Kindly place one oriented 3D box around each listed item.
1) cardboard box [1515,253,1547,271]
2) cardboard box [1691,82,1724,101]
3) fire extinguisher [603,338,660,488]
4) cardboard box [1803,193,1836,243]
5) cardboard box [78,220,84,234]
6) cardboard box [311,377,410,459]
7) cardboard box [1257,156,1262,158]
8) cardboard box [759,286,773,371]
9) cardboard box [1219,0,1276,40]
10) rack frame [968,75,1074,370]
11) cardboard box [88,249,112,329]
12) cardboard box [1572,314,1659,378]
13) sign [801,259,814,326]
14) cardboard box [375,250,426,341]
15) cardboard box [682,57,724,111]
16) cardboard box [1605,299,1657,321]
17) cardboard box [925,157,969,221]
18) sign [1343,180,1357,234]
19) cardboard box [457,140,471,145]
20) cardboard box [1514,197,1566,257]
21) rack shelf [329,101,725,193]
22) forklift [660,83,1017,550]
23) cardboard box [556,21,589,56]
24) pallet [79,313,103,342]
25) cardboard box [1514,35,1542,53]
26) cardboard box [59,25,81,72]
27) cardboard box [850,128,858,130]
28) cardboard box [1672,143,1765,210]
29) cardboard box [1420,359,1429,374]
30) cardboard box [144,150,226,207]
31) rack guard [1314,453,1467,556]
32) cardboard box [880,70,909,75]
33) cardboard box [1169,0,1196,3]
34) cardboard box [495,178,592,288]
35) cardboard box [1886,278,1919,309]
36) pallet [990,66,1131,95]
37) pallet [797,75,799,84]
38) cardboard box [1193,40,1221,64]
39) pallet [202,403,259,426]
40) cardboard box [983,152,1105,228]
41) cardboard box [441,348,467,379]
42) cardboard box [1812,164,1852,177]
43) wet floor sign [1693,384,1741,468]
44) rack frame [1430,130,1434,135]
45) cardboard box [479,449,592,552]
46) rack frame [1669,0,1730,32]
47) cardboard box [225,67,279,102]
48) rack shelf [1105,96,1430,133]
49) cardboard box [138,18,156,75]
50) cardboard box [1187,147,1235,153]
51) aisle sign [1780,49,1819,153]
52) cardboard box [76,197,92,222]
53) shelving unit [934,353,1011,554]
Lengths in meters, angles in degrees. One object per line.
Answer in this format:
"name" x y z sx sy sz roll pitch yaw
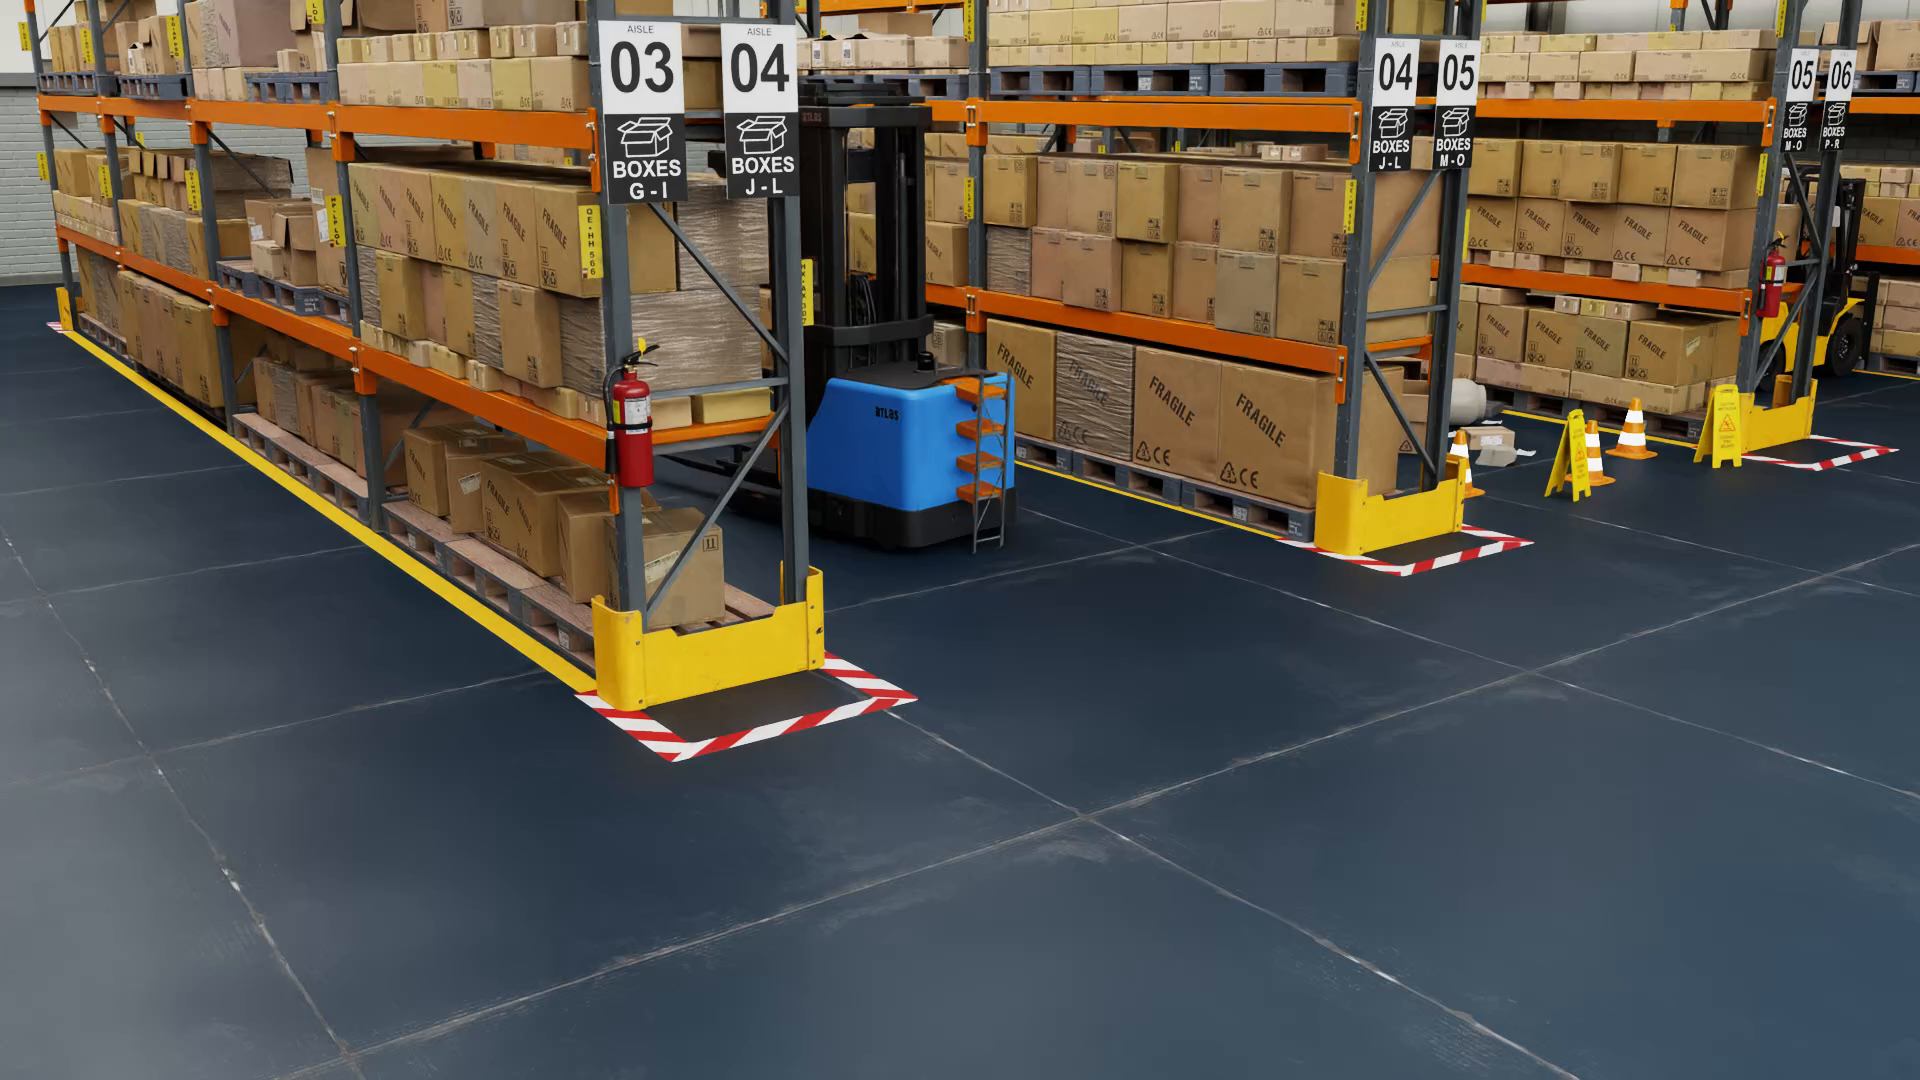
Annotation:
"cardboard box" 5.294 -2.551 15.192 0.380 0.149 0.250 -11 19 -35
"cardboard box" 6.196 -3.666 13.582 0.380 0.149 0.250 -11 19 -34
"fire extinguisher" -1.516 -0.588 7.689 0.296 0.674 0.183 -11 19 -35
"cardboard box" 9.413 -3.471 17.885 0.500 0.500 0.500 -11 19 -34
"cardboard box" -9.771 -3.561 18.882 0.380 0.149 0.250 -11 19 -36
"cardboard box" -4.501 -0.941 12.732 0.700 0.500 0.500 -13 20 -39
"cardboard box" 3.524 -3.975 18.369 0.500 0.500 0.500 -12 19 -37
"cardboard box" -1.558 -2.151 16.720 1.050 0.750 0.750 -11 19 -35
"cardboard box" 2.053 -3.406 10.893 0.500 0.250 0.500 -11 19 -34
"rack frame" 0.509 -2.324 13.884 1.000 3.000 0.127 -11 19 -35
"cardboard box" -9.642 -2.997 19.574 0.875 0.875 0.875 -11 19 -35
"cardboard box" 5.813 -1.739 14.740 0.500 0.500 0.500 -10 18 -33
"sign" -0.772 -1.223 8.223 0.100 0.325 0.005 -11 19 -35
"cardboard box" -3.083 -1.549 10.301 0.875 0.500 0.500 -11 19 -35
"cardboard box" -1.285 -2.239 8.176 0.500 0.250 0.500 -10 18 -33
"cardboard box" 5.853 -2.009 14.498 0.380 0.149 0.250 -10 18 -33
"cardboard box" -0.092 -3.069 14.523 0.700 0.500 0.500 -11 19 -35
"sign" 2.413 -2.061 10.282 0.100 0.325 0.005 -11 19 -35
"cardboard box" -6.498 -5.423 22.561 0.500 0.500 0.500 -11 19 -35
"cardboard box" 5.398 -2.851 15.056 0.500 0.500 0.500 -11 19 -34
"rack shelf" -2.387 -2.248 9.289 1.077 0.370 4.000 -11 19 -35
"forklift" -1.025 -1.660 11.588 3.031 2.935 1.130 14 21 42
"cardboard box" -1.627 -2.299 7.640 0.380 0.149 0.250 -11 19 -35
"pallet" -10.085 -2.634 20.301 1.003 0.211 1.213 -11 19 -35
"cardboard box" 5.184 -4.436 14.886 0.380 0.149 0.250 -11 19 -35
"cardboard box" -9.693 -5.539 18.776 0.700 0.500 0.500 -12 20 -38
"cardboard box" -1.390 -5.964 23.874 0.380 0.149 0.250 -11 19 -36
"cardboard box" 6.328 -3.009 13.740 0.700 0.500 0.500 -11 19 -36
"cardboard box" 4.582 -1.822 16.464 0.500 0.250 0.500 -12 19 -37
"cardboard box" -7.490 -3.532 16.210 0.797 0.503 0.637 -11 19 -34
"rack guard" 2.875 -0.259 11.075 1.175 0.500 0.348 -11 19 -35
"cardboard box" -0.885 -6.541 22.882 0.396 0.266 0.258 -10 18 -33
"cardboard box" 1.641 -3.721 11.289 0.380 0.149 0.250 -11 19 -35
"cardboard box" -2.033 -1.580 8.521 0.500 0.500 0.500 -11 19 -35
"cardboard box" 9.990 -2.547 17.220 0.500 0.250 0.500 -10 18 -34
"pallet" 0.981 -3.551 12.856 1.003 0.211 1.213 -11 19 -35
"pallet" -1.422 -4.404 16.162 1.213 0.211 1.003 -10 18 -32
"cardboard box" 1.792 -3.282 11.193 0.380 0.149 0.250 -11 19 -35
"pallet" -6.317 -1.265 15.297 1.003 0.211 1.213 -11 19 -35
"cardboard box" 0.698 -2.833 13.414 0.875 0.550 0.550 -11 19 -35
"cardboard box" -2.787 -1.043 9.682 0.380 0.149 0.250 -11 19 -35
"cardboard box" 9.396 -3.962 17.889 0.380 0.149 0.250 -11 19 -34
"wet floor sign" 6.051 -0.917 13.205 0.267 0.644 0.232 -4 16 -15
"rack frame" 4.453 -3.114 16.770 1.000 3.000 0.127 -11 19 -35
"cardboard box" -2.589 -0.239 10.208 0.500 0.500 0.500 -13 20 -39
"rack frame" 8.466 -6.778 18.796 1.000 3.000 0.127 -11 19 -35
"cardboard box" -5.233 -3.446 12.587 0.500 0.250 0.500 -10 18 -33
"rack shelf" 3.277 -4.641 18.030 1.077 0.370 4.000 -11 19 -35
"cardboard box" -7.133 -4.562 15.388 0.797 0.503 0.637 -11 19 -35
"cardboard box" 3.866 -5.706 25.257 0.700 0.500 0.500 -10 18 -33
"aisle sign" 6.607 -3.455 13.093 0.394 0.787 0.004 -11 19 -35
"cardboard box" -9.640 -3.736 18.765 0.500 0.250 0.500 -11 19 -36
"shelving unit" 0.057 -0.565 10.819 0.258 1.200 0.503 -12 23 -35
